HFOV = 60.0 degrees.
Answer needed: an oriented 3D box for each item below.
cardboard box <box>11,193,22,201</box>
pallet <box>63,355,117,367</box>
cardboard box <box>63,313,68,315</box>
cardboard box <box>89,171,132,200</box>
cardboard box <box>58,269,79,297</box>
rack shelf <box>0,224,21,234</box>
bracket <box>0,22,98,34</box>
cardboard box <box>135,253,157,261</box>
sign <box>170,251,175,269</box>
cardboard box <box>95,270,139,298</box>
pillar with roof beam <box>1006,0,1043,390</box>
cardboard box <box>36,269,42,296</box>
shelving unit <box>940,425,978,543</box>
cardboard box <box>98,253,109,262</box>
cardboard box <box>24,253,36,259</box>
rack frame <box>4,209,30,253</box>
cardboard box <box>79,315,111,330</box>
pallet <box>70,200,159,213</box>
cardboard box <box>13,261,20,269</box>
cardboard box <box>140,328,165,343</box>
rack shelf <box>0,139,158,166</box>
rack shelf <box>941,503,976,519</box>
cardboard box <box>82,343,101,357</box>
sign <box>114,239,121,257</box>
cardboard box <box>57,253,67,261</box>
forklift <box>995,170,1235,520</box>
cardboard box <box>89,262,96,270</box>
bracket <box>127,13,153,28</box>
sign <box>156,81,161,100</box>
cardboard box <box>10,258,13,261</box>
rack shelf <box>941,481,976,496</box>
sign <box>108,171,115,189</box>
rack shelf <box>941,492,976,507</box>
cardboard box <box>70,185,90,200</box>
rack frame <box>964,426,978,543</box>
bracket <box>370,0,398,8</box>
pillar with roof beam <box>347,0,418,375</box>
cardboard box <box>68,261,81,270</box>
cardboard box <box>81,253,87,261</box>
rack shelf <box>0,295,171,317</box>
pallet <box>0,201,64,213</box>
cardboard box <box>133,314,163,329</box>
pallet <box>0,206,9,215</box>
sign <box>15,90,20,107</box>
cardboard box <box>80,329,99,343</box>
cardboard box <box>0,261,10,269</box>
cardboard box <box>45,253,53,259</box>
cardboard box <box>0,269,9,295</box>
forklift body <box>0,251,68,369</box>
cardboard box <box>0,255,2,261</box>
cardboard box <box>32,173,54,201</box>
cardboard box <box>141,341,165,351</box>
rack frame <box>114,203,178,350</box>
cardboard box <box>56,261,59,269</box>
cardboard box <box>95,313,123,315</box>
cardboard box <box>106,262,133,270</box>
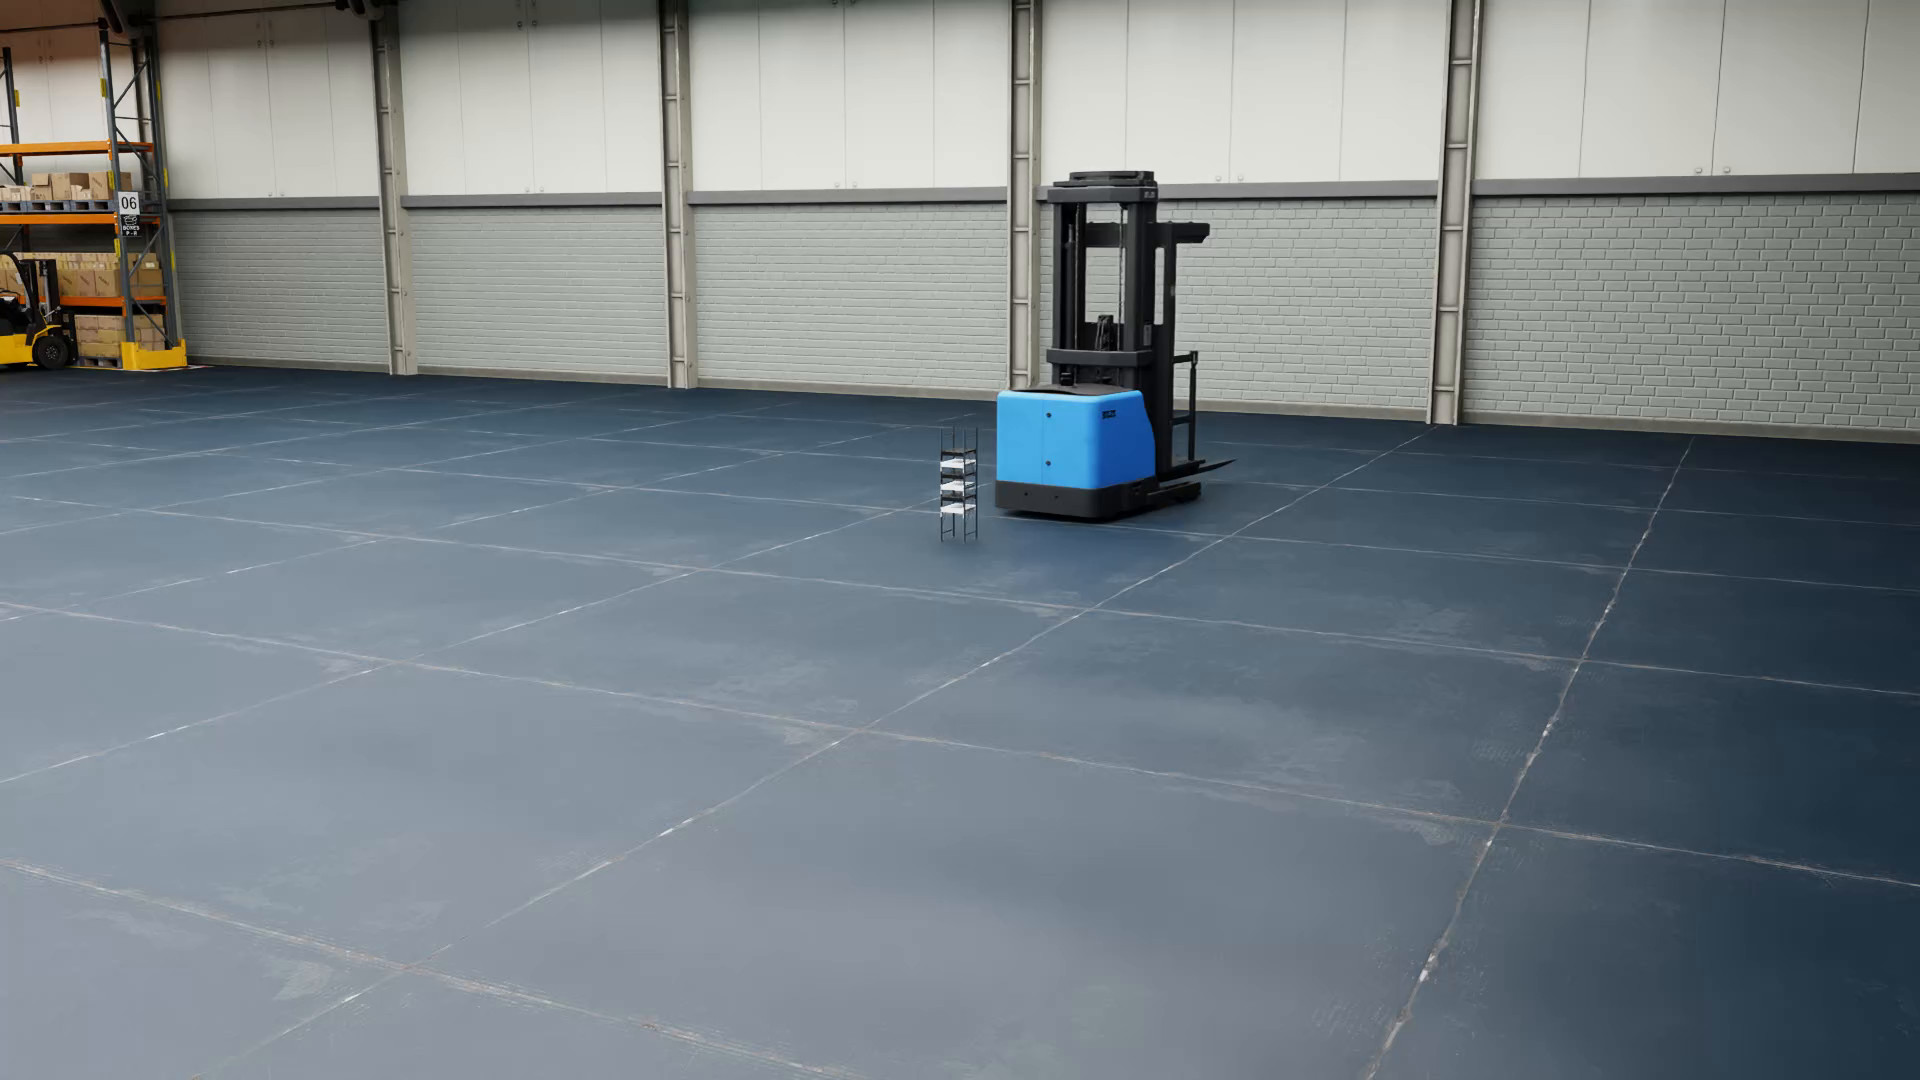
[{"bbox_3d":[-17.633,-6.468,31.369,0.250,0.149,0.380,5,12,28],"label":"cardboard box"},{"bbox_3d":[-16.798,-3.467,31.793,1.213,0.211,1.003,5,11,26],"label":"pallet"},{"bbox_3d":[-16.923,-4.140,31.415,0.500,0.250,0.500,5,11,25],"label":"cardboard box"},{"bbox_3d":[-15.508,-6.466,30.372,0.500,0.500,0.500,5,12,28],"label":"cardboard box"},{"bbox_3d":[-16.482,-4.818,31.147,0.500,0.500,0.500,5,11,25],"label":"cardboard box"},{"bbox_3d":[-20.384,-6.284,33.125,4.000,0.370,1.077,5,11,26],"label":"rack shelf"},{"bbox_3d":[-18.069,-9.790,31.949,4.783,0.066,0.076,5,11,26],"label":"bracket"},{"bbox_3d":[-15.210,-5.264,30.958,0.250,0.149,0.380,5,11,25],"label":"cardboard box"},{"bbox_3d":[-14.753,-5.242,31.119,0.005,0.325,0.100,5,11,26],"label":"sign"},{"bbox_3d":[-15.561,-4.735,30.690,0.500,0.500,0.500,5,11,25],"label":"cardboard box"},{"bbox_3d":[-0.992,-5.734,19.644,0.400,9.000,9.100,5,11,26],"label":"pillar with roof beam"},{"bbox_3d":[-17.379,-4.899,31.594,0.500,0.500,0.500,5,11,25],"label":"cardboard box"},{"bbox_3d":[-0.007,-0.443,13.154,0.210,0.900,0.258,5,11,26],"label":"shelving unit"},{"bbox_3d":[-15.653,-5.213,30.673,0.250,0.149,0.380,5,11,26],"label":"cardboard box"},{"bbox_3d":[-17.499,-5.369,31.535,0.250,0.149,0.380,5,11,25],"label":"cardboard box"},{"bbox_3d":[-18.591,-5.004,32.458,0.127,3.000,1.000,5,11,26],"label":"rack frame"},{"bbox_3d":[-16.015,-4.060,30.977,0.500,0.250,0.500,5,12,27],"label":"cardboard box"},{"bbox_3d":[-15.626,-6.181,30.788,1.213,0.211,1.003,5,11,26],"label":"pallet"},{"bbox_3d":[-17.754,-5.238,31.647,0.250,0.149,0.380,5,12,27],"label":"cardboard box"},{"bbox_3d":[-15.333,-3.859,31.267,0.500,0.250,0.500,5,12,27],"label":"cardboard box"},{"bbox_3d":[-16.797,-7.248,31.152,4.000,0.370,1.077,5,11,26],"label":"rack shelf"},{"bbox_3d":[-0.007,-0.234,13.192,0.200,0.077,0.258,5,11,26],"label":"rack shelf"},{"bbox_3d":[-16.007,-3.570,31.074,0.500,0.250,0.500,5,11,26],"label":"cardboard box"},{"bbox_3d":[-15.256,-5.290,30.119,0.005,0.325,0.100,5,11,26],"label":"sign"},{"bbox_3d":[-16.607,-5.283,31.060,0.250,0.149,0.380,5,12,27],"label":"cardboard box"},{"bbox_3d":[1.559,-1.825,15.085,1.130,2.935,3.031,7,12,34],"label":"forklift"},{"bbox_3d":[-15.886,-5.086,30.805,0.250,0.149,0.380,5,12,27],"label":"cardboard box"},{"bbox_3d":[-15.014,-9.522,30.466,0.430,0.232,0.235,5,11,26],"label":"bracket"},{"bbox_3d":[-14.752,-8.267,30.572,0.005,0.325,0.100,5,11,26],"label":"sign"},{"bbox_3d":[-17.929,-5.422,31.827,0.250,0.149,0.380,5,11,25],"label":"cardboard box"},{"bbox_3d":[-0.007,-0.411,13.160,0.200,0.077,0.258,5,11,26],"label":"rack shelf"},{"bbox_3d":[-15.256,-6.476,29.904,0.005,0.325,0.100,5,11,26],"label":"sign"},{"bbox_3d":[-0.007,-0.322,13.176,0.200,0.077,0.258,5,11,26],"label":"rack shelf"},{"bbox_3d":[-16.109,-6.392,30.618,0.258,0.266,0.396,5,11,26],"label":"cardboard box"},{"bbox_3d":[0.084,-0.435,13.109,0.006,0.900,0.240,5,11,26],"label":"rack frame"},{"bbox_3d":[-9.633,-9.049,27.853,0.430,0.232,0.235,5,11,26],"label":"bracket"},{"bbox_3d":[-11.753,-6.680,24.869,0.548,9.000,9.100,5,11,26],"label":"pillar with roof beam"},{"bbox_3d":[-16.364,-5.120,30.998,0.250,0.149,0.380,5,11,24],"label":"cardboard box"},{"bbox_3d":[-16.090,-5.261,30.937,0.250,0.149,0.380,5,11,26],"label":"cardboard box"},{"bbox_3d":[-16.797,-4.493,31.651,4.000,0.370,1.077,5,11,26],"label":"rack shelf"},{"bbox_3d":[-17.814,-6.374,31.850,1.213,0.211,1.003,5,11,26],"label":"pallet"},{"bbox_3d":[-15.351,-4.103,31.211,0.500,0.250,0.500,5,11,25],"label":"cardboard box"},{"bbox_3d":[-19.387,-6.454,32.580,1.217,0.209,0.805,5,11,24],"label":"pallet"},{"bbox_3d":[-18.323,-8.581,32.305,0.005,0.325,0.100,5,11,26],"label":"sign"},{"bbox_3d":[-16.023,-3.818,31.043,0.500,0.250,0.500,5,11,25],"label":"cardboard box"},{"bbox_3d":[-18.188,-5.285,31.909,0.250,0.149,0.380,5,12,27],"label":"cardboard box"},{"bbox_3d":[-17.014,-5.341,31.380,0.250,0.149,0.380,5,11,26],"label":"cardboard box"},{"bbox_3d":[-18.308,-4.977,32.025,0.500,0.500,0.500,5,11,24],"label":"cardboard box"},{"bbox_3d":[-17.511,-4.129,30.007,1.214,2.155,2.313,5,11,26],"label":"forklift body"},{"bbox_3d":[-18.436,-5.447,31.964,0.250,0.149,0.380,5,12,27],"label":"cardboard box"},{"bbox_3d":[-16.890,-6.617,31.194,0.637,0.503,0.797,5,12,28],"label":"cardboard box"},{"bbox_3d":[-15.358,-3.613,31.310,0.500,0.250,0.500,5,11,26],"label":"cardboard box"},{"bbox_3d":[-15.004,-4.689,30.716,0.127,3.000,1.000,5,11,26],"label":"rack frame"},{"bbox_3d":[-16.784,-5.171,31.278,0.250,0.149,0.380,5,11,25],"label":"cardboard box"},{"bbox_3d":[-16.244,-4.183,31.652,0.500,0.250,0.500,5,11,25],"label":"cardboard box"},{"bbox_3d":[-15.439,-5.040,30.553,0.250,0.149,0.380,5,11,27],"label":"cardboard box"}]
